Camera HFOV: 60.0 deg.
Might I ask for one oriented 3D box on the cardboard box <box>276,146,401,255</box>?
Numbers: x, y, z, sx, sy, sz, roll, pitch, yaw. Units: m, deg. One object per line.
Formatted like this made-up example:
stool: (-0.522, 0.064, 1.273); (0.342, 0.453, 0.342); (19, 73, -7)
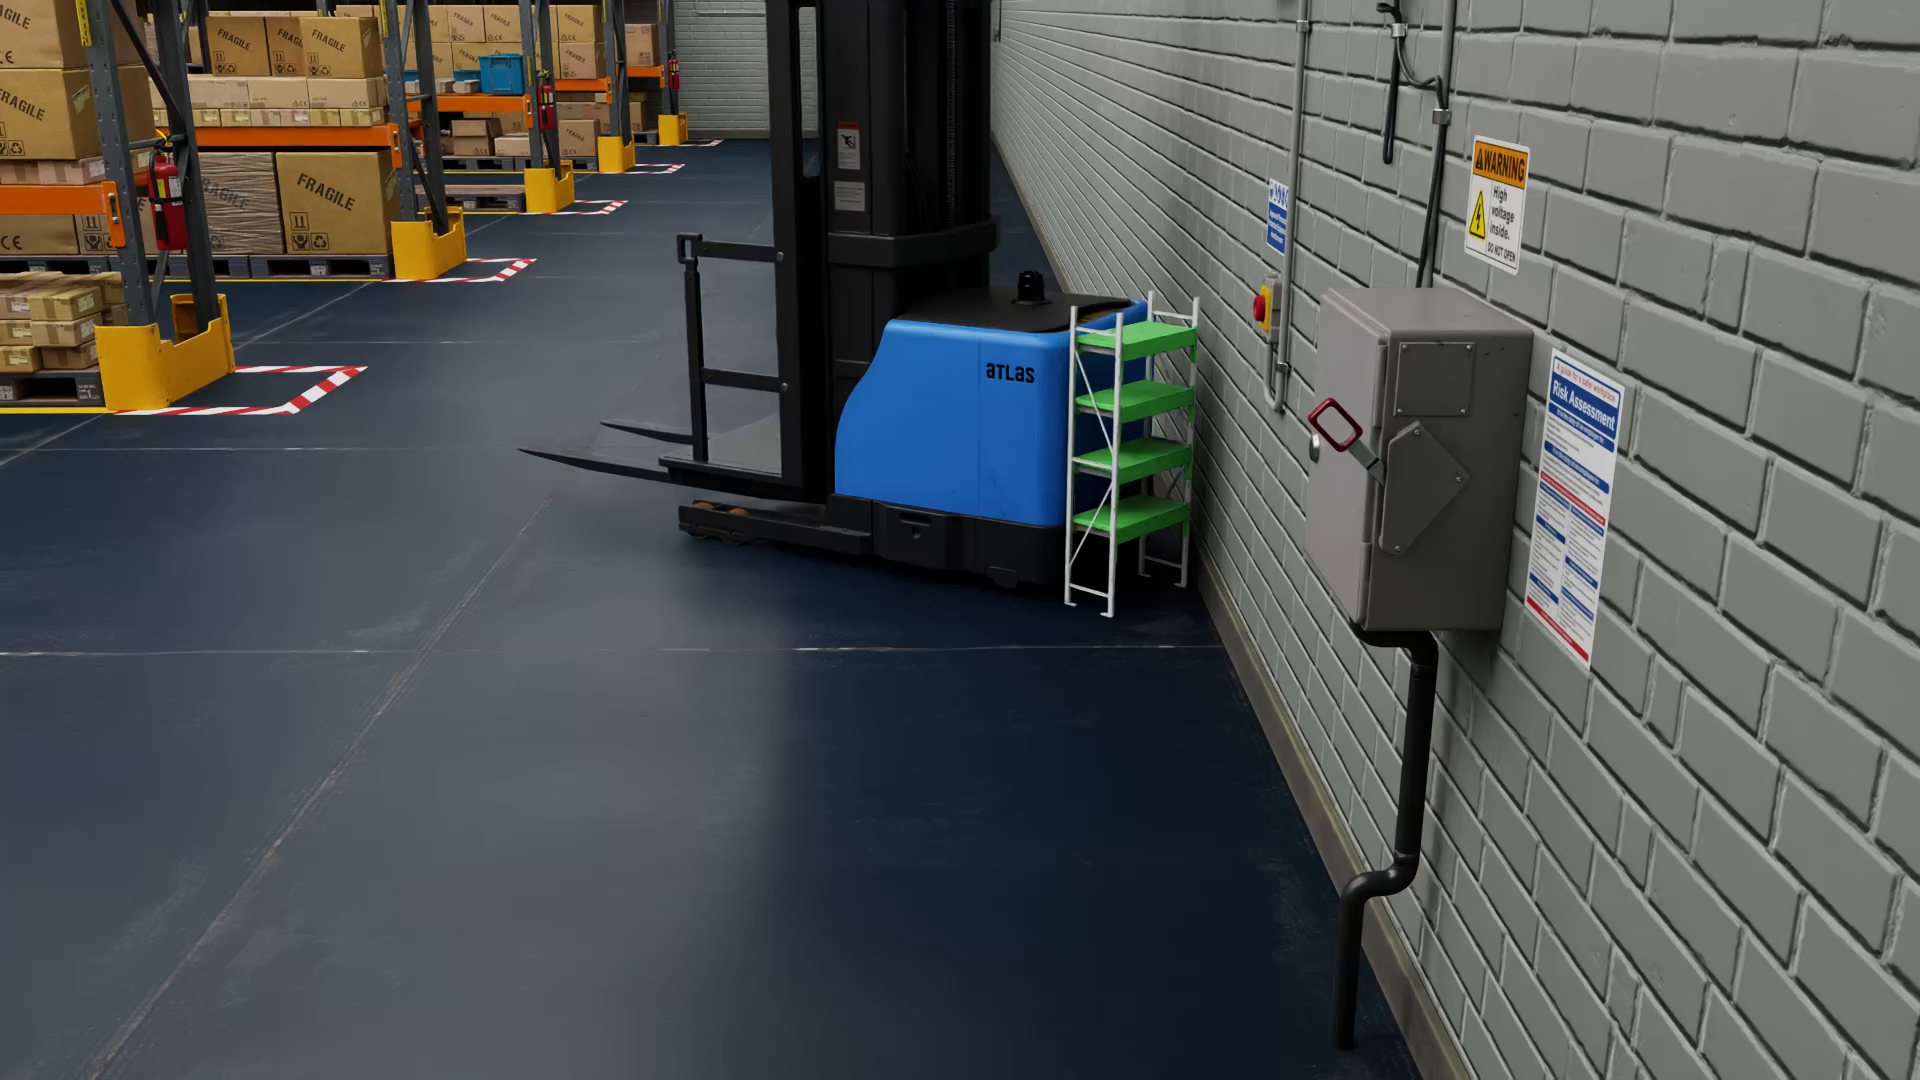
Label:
cardboard box: (-5.467, -3.052, 14.867); (0.875, 0.875, 0.875); (0, 18, -1)

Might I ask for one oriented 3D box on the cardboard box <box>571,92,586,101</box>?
cardboard box: (-6.650, -7.771, 29.130); (0.250, 0.149, 0.380); (0, 18, 0)

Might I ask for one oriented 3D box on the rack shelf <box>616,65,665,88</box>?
rack shelf: (-7.062, -8.078, 28.921); (4.000, 0.370, 1.077); (0, 18, -1)

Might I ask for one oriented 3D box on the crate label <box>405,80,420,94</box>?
crate label: (-6.287, -5.242, 19.237); (0.243, 0.136, 0.396); (0, 18, -1)

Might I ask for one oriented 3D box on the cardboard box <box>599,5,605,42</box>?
cardboard box: (-5.428, -7.519, 24.201); (0.500, 0.500, 0.500); (0, 18, 1)

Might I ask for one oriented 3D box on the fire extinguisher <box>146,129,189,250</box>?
fire extinguisher: (-4.592, -2.022, 9.602); (0.183, 0.674, 0.296); (0, 18, -1)

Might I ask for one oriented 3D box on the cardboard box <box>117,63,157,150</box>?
cardboard box: (-5.304, -2.648, 10.165); (0.500, 0.500, 0.500); (1, 18, 2)

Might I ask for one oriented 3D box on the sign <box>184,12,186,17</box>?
sign: (-13.043, -8.739, 28.039); (0.005, 0.325, 0.100); (0, 18, -1)

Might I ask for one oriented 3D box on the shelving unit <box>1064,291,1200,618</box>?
shelving unit: (0.679, -0.346, 6.587); (0.258, 1.200, 0.503); (16, 24, 40)

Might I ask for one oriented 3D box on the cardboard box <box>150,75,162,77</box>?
cardboard box: (-7.362, -4.031, 14.885); (0.500, 0.250, 0.500); (0, 18, 0)

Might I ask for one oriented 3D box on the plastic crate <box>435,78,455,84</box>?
plastic crate: (-6.158, -5.427, 19.813); (0.298, 0.136, 0.250); (0, 18, -1)

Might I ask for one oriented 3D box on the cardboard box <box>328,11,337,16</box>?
cardboard box: (-10.546, -8.884, 28.346); (0.500, 0.250, 0.500); (0, 18, 0)

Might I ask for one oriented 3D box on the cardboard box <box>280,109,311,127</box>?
cardboard box: (-5.691, -3.667, 14.404); (0.250, 0.149, 0.380); (0, 18, -1)

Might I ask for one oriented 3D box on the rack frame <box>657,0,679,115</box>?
rack frame: (-5.062, -8.430, 28.841); (0.127, 3.000, 1.000); (0, 18, -1)

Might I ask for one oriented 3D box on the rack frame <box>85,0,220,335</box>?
rack frame: (-4.851, -2.376, 9.969); (0.127, 3.000, 1.000); (0, 18, -1)

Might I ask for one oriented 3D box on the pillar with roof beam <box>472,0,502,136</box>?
pillar with roof beam: (-8.308, -10.220, 24.600); (0.400, 9.000, 9.100); (0, 18, -1)

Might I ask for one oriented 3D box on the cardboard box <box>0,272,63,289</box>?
cardboard box: (-5.908, -1.603, 10.565); (0.250, 0.149, 0.380); (0, 18, -1)

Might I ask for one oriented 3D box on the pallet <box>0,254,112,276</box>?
pallet: (-8.066, -2.524, 14.996); (1.213, 0.211, 1.003); (0, 18, -1)

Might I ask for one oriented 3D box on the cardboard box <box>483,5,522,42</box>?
cardboard box: (-6.445, -7.348, 23.667); (0.500, 0.500, 0.500); (0, 18, 1)

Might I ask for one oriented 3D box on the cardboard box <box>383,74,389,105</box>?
cardboard box: (-5.312, -4.042, 14.920); (0.500, 0.250, 0.500); (-1, 18, -2)

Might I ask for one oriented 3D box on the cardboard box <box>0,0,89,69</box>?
cardboard box: (-5.304, -2.963, 9.512); (0.500, 0.500, 0.500); (-1, 18, -2)

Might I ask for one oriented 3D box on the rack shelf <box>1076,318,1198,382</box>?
rack shelf: (0.680, -0.742, 6.459); (0.258, 0.148, 0.480); (16, 24, 40)

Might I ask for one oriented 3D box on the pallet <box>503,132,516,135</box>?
pallet: (-8.300, -7.063, 29.144); (1.213, 0.211, 1.003); (0, 18, -1)

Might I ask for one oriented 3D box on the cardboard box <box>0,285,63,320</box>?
cardboard box: (-5.628, -1.438, 10.051); (0.250, 0.149, 0.380); (0, 18, 0)

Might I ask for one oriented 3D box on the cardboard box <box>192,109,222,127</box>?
cardboard box: (-6.459, -3.663, 14.391); (0.250, 0.149, 0.380); (0, 18, -1)

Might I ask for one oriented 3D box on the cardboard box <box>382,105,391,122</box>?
cardboard box: (-5.188, -3.871, 15.040); (0.250, 0.149, 0.380); (0, 18, 0)

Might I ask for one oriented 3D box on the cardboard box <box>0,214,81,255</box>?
cardboard box: (-8.166, -3.039, 14.827); (0.875, 0.875, 0.875); (0, 18, -1)

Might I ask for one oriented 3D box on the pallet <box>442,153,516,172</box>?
pallet: (-7.070, -5.580, 24.521); (1.213, 0.211, 1.003); (0, 18, -1)

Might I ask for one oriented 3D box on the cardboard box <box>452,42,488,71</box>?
cardboard box: (-6.946, -6.873, 23.823); (0.500, 0.500, 0.500); (-1, 18, -2)

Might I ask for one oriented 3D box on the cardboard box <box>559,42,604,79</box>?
cardboard box: (-5.424, -6.880, 23.843); (0.500, 0.500, 0.500); (0, 18, 1)

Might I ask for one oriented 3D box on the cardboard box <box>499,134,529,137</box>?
cardboard box: (-6.529, -5.897, 24.724); (0.500, 0.250, 0.500); (0, 18, -1)

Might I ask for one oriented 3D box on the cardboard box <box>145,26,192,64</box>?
cardboard box: (-11.434, -7.110, 23.874); (0.500, 0.500, 0.700); (3, 18, 10)

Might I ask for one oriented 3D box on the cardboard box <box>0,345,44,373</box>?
cardboard box: (-5.629, -1.120, 10.034); (0.250, 0.149, 0.380); (0, 18, 1)

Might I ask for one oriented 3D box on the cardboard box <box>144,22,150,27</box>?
cardboard box: (-14.090, -8.632, 28.587); (0.500, 0.500, 0.700); (-2, 18, -6)

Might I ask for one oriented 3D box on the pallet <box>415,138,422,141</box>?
pallet: (-9.832, -7.056, 29.123); (1.213, 0.211, 1.003); (0, 18, -1)

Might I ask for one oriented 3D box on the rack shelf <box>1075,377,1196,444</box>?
rack shelf: (0.679, -0.514, 6.533); (0.258, 0.148, 0.480); (16, 24, 40)

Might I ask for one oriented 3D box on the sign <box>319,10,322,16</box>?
sign: (-8.968, -7.280, 23.359); (0.005, 0.325, 0.100); (0, 18, -1)

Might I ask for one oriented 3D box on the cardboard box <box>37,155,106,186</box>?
cardboard box: (-5.172, -2.169, 9.733); (0.250, 0.149, 0.380); (0, 18, -1)

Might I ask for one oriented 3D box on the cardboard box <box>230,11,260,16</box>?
cardboard box: (-12.066, -8.874, 28.313); (0.500, 0.250, 0.500); (-1, 18, -2)

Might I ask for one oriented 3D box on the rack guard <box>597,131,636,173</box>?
rack guard: (-5.057, -5.727, 24.505); (0.348, 0.500, 1.175); (0, 18, -1)

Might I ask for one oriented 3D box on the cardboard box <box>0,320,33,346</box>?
cardboard box: (-5.636, -1.286, 10.063); (0.250, 0.149, 0.380); (-1, 18, -2)

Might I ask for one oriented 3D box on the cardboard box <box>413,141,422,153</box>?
cardboard box: (-8.041, -5.859, 24.774); (0.250, 0.149, 0.380); (0, 18, -1)

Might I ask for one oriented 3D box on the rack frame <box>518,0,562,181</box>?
rack frame: (-4.906, -5.404, 19.409); (0.127, 3.000, 1.000); (0, 18, -1)

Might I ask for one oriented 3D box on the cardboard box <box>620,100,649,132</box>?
cardboard box: (-5.761, -7.406, 29.053); (0.500, 0.500, 0.700); (0, 18, -1)

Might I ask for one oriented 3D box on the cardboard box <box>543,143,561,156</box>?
cardboard box: (-5.927, -5.725, 24.327); (0.250, 0.166, 0.380); (0, 18, -1)

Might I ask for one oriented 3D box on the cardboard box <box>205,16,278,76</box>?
cardboard box: (-6.330, -4.392, 14.785); (0.500, 0.500, 0.500); (-1, 18, -2)

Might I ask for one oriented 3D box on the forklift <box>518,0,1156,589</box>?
forklift: (-0.682, -1.499, 7.348); (3.031, 2.935, 1.130); (10, 20, 27)

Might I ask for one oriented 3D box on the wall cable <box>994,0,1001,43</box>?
wall cable: (0.598, -9.726, 28.144); (0.112, 2.526, 3.097); (0, 18, -1)

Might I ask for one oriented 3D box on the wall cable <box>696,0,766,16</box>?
wall cable: (-3.797, -9.209, 29.606); (1.851, 1.984, 0.084); (0, 18, -1)

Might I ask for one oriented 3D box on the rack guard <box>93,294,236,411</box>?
rack guard: (-4.927, -1.186, 10.350); (0.348, 0.500, 1.175); (0, 18, -1)

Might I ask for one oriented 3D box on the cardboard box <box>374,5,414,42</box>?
cardboard box: (-7.989, -7.341, 23.644); (0.500, 0.500, 0.500); (-1, 18, -3)

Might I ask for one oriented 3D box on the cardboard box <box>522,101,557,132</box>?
cardboard box: (-7.297, -7.396, 29.022); (0.500, 0.500, 0.700); (0, 18, 0)

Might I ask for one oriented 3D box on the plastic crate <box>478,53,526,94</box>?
plastic crate: (-5.238, -5.391, 19.211); (0.499, 0.435, 0.616); (0, 18, -1)

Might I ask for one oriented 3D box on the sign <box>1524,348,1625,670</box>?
sign: (1.068, -0.062, 2.910); (0.001, 0.494, 0.329); (0, 18, -1)

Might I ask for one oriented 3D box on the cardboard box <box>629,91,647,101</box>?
cardboard box: (-5.639, -7.776, 29.146); (0.250, 0.149, 0.380); (0, 18, 0)

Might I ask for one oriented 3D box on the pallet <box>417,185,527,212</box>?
pallet: (-5.731, -4.084, 19.859); (1.213, 0.211, 1.003); (0, 18, -1)

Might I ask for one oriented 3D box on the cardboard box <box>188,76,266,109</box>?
cardboard box: (-6.324, -3.874, 14.395); (0.500, 0.250, 0.500); (-1, 18, -3)
